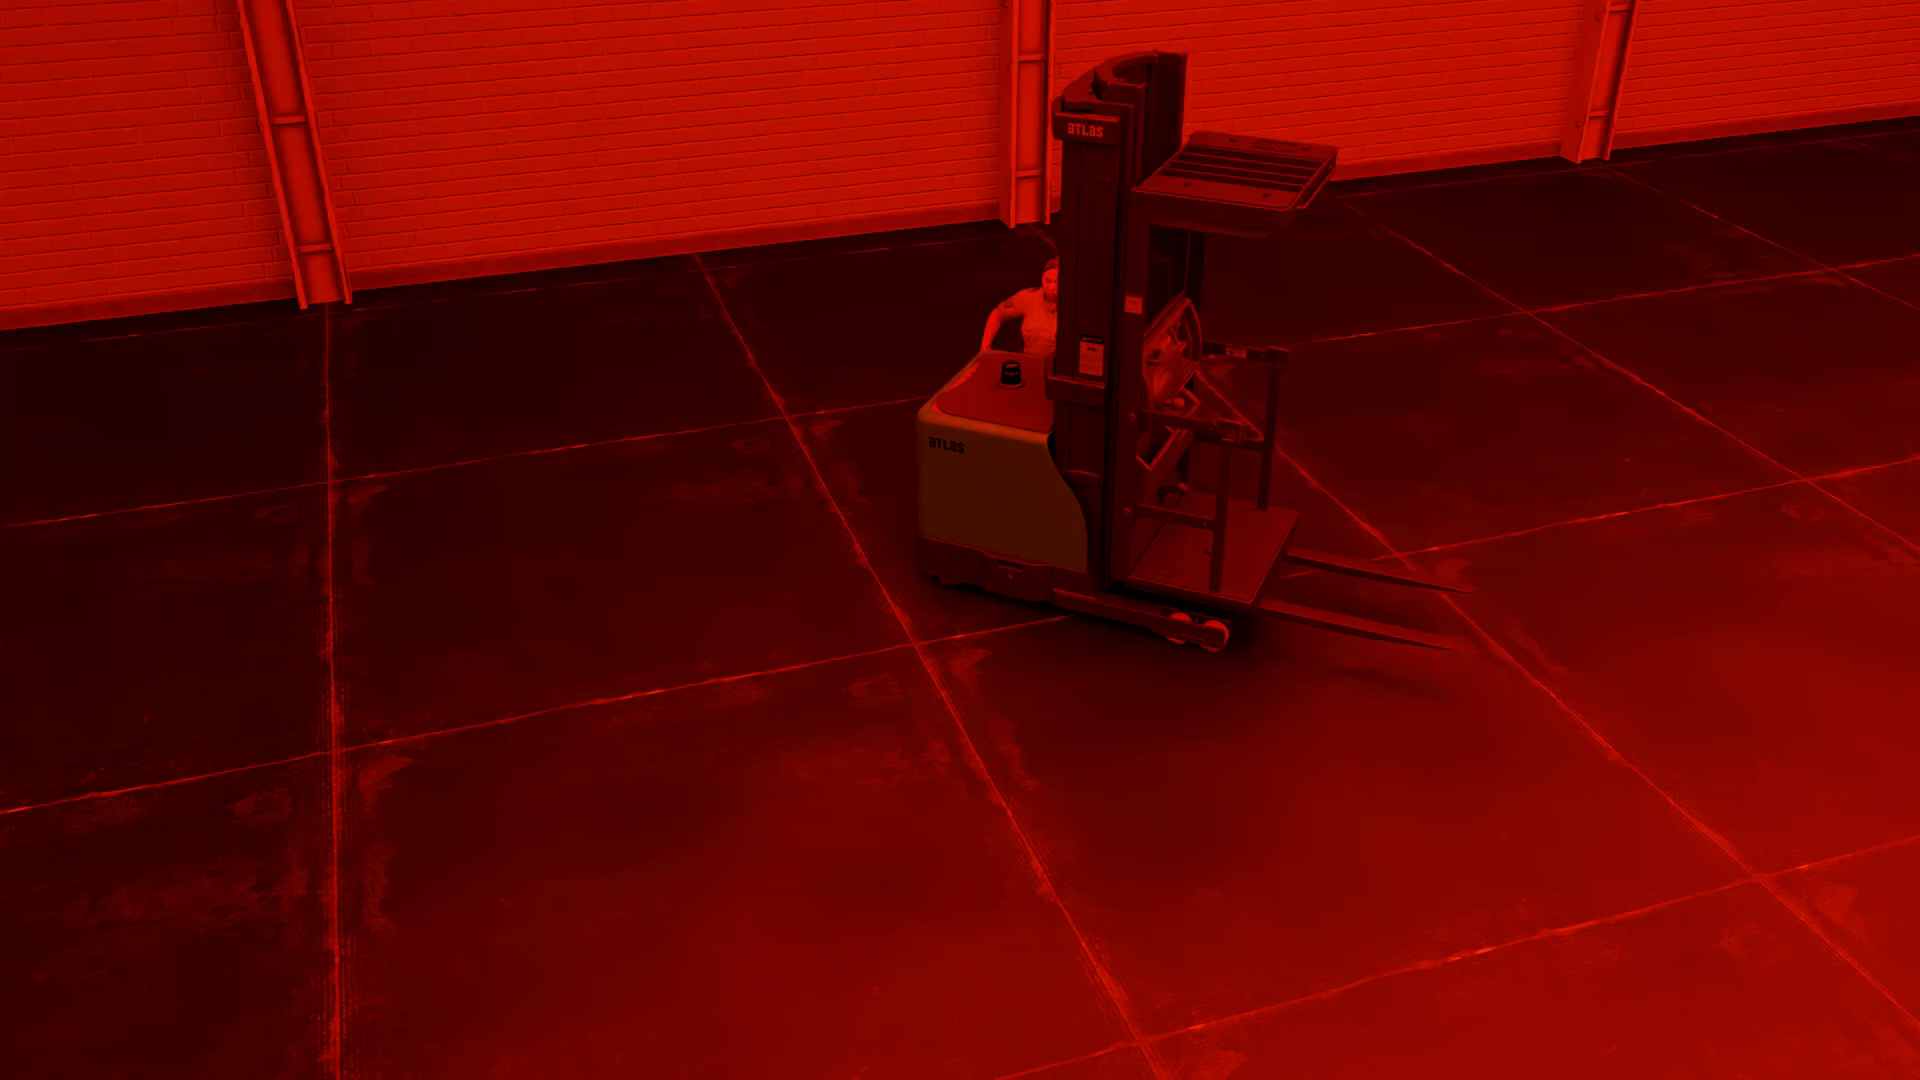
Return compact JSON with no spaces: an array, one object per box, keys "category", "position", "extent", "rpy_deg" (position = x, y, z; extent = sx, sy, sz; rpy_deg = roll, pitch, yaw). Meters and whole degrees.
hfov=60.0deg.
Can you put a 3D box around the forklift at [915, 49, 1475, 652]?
[{"category":"forklift","position":[1.309,-0.970,8.773],"extent":[3.031,2.935,1.130],"rpy_deg":[12,32,20]}]

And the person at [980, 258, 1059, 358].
[{"category":"person","position":[0.532,-0.917,10.060],"extent":[0.890,1.576,0.633],"rpy_deg":[10,31,16]}]
